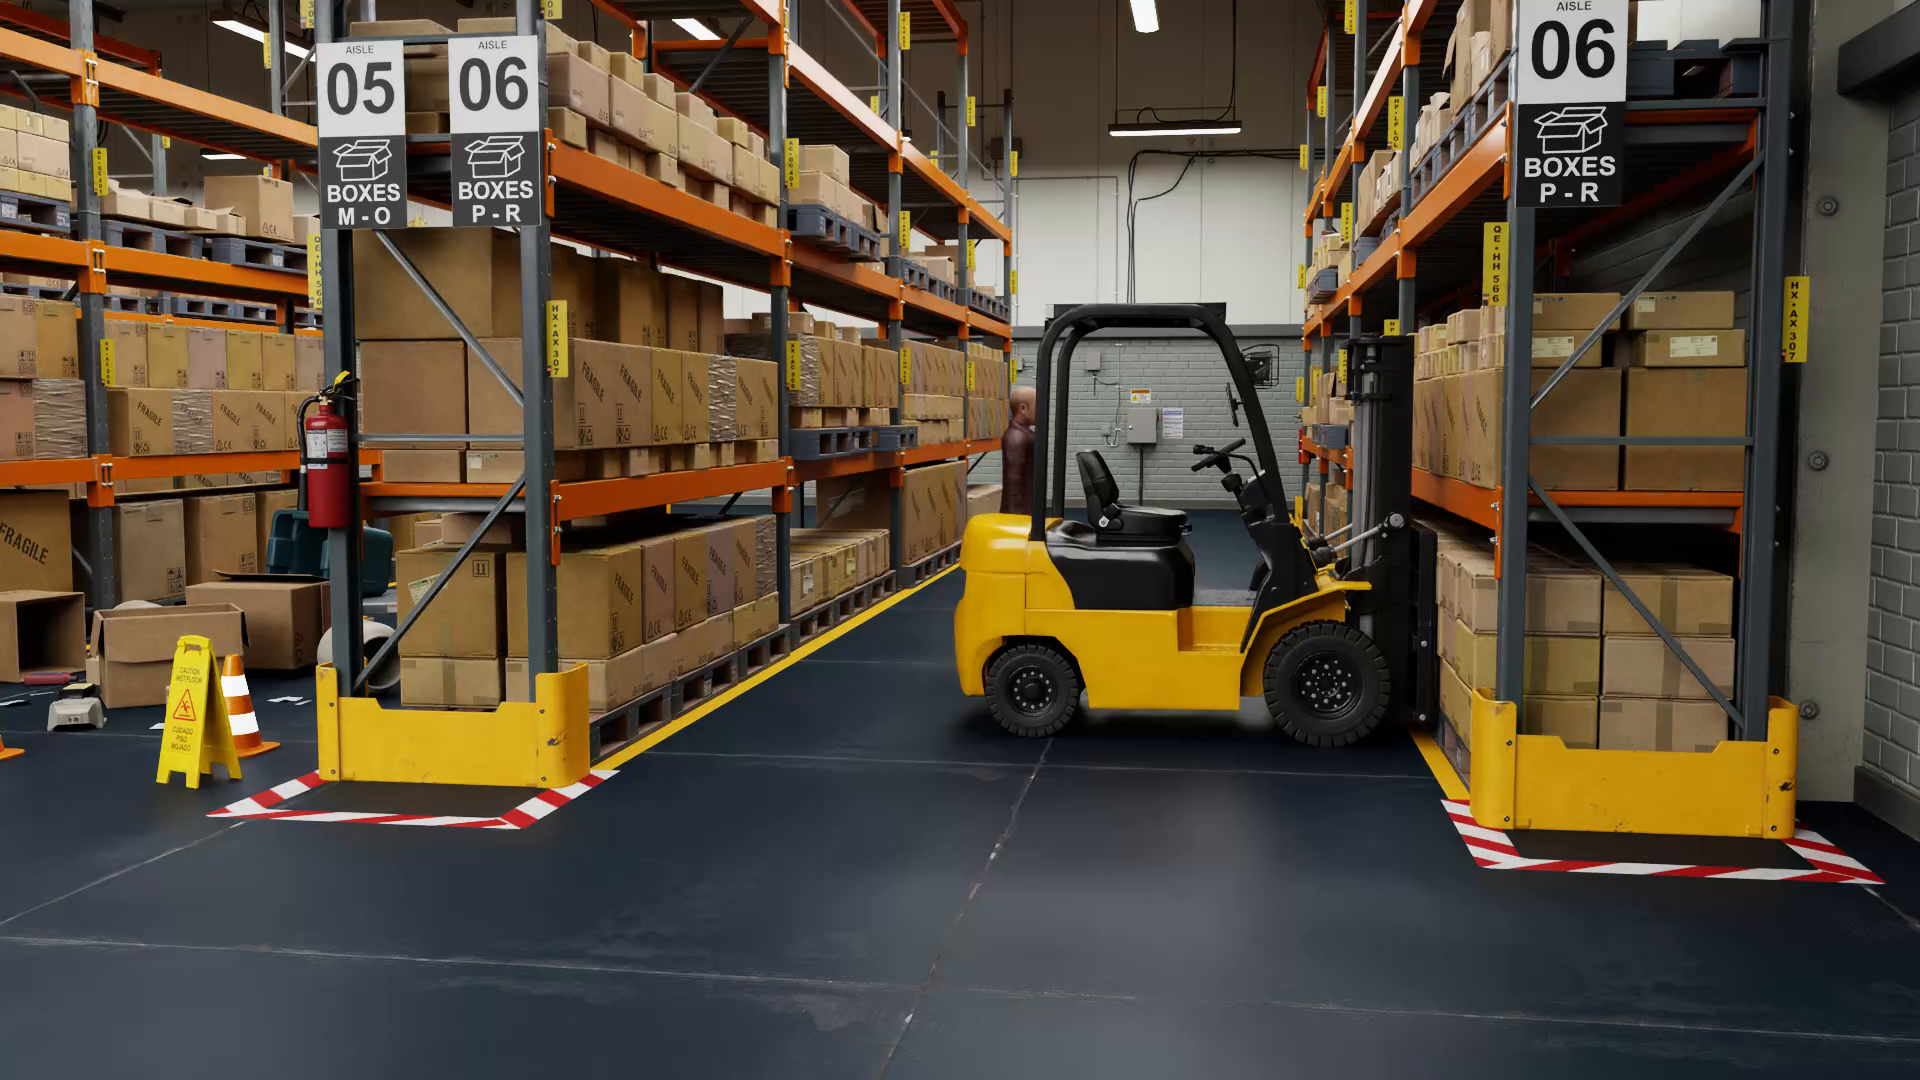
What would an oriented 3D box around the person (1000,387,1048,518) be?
[{"bbox_3d":[0.519,-0.106,10.852,0.639,1.780,0.632,0,4,-3],"label":"person"}]
